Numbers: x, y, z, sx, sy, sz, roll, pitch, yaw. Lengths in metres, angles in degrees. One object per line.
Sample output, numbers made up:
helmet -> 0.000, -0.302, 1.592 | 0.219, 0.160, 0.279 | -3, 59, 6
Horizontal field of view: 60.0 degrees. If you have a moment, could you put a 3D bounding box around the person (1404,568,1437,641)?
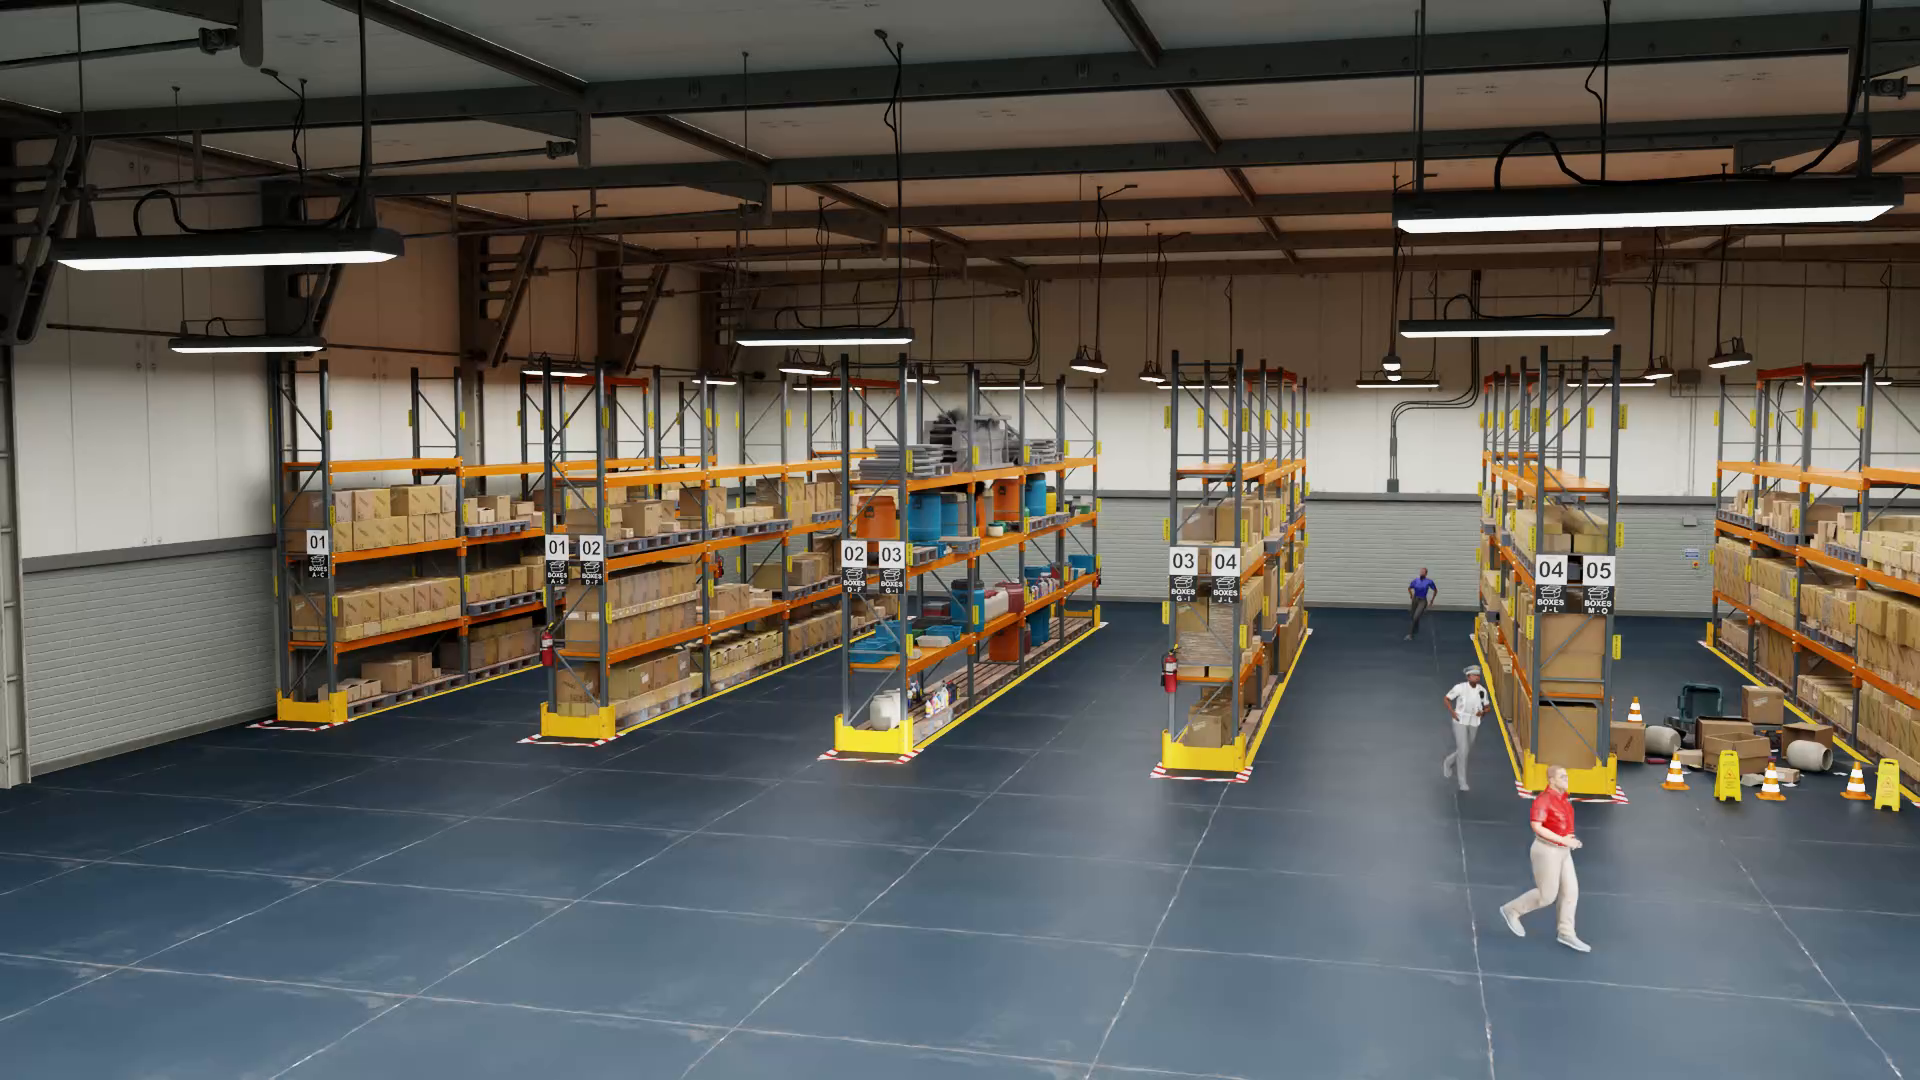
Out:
person -> 10.502, 1.446, 38.001 | 0.669, 1.640, 0.916 | 3, 5, 38

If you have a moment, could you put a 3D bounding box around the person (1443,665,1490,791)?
person -> 6.970, 2.550, 22.836 | 0.615, 1.709, 0.789 | -1, 4, -8

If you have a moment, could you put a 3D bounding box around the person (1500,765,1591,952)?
person -> 5.628, 3.008, 15.898 | 0.839, 1.741, 0.687 | 4, 6, 42
